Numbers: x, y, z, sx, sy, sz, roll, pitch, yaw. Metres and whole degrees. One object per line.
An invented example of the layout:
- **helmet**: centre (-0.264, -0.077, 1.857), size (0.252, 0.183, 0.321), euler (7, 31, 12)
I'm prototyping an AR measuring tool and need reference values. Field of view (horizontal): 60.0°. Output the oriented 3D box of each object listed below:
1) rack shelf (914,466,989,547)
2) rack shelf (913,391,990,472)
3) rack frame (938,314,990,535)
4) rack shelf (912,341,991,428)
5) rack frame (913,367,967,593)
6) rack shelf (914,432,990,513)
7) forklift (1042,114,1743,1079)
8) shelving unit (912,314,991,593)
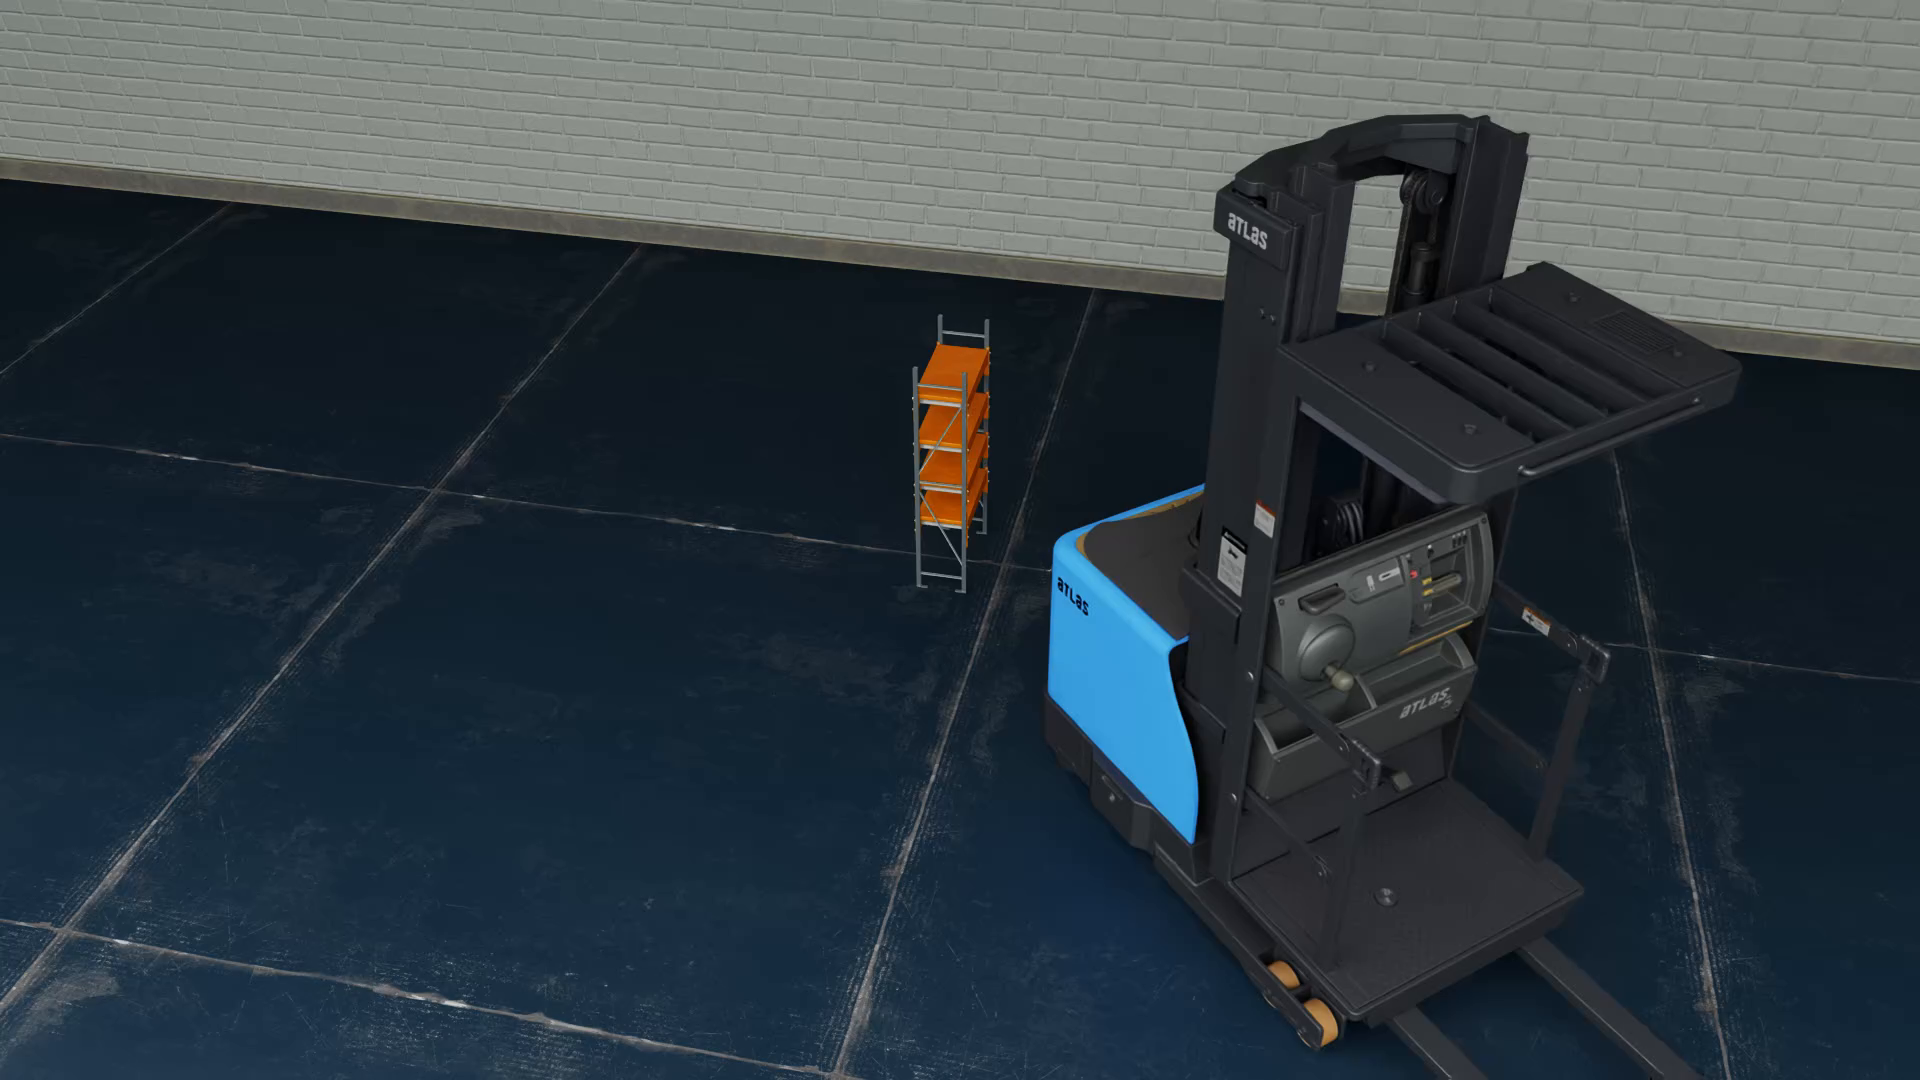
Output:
- **rack shelf**: centre (-0.035, -0.176, 7.923), size (0.258, 0.148, 0.480), euler (7, 37, 10)
- **rack shelf**: centre (-0.035, -0.518, 7.675), size (0.258, 0.148, 0.480), euler (7, 37, 10)
- **rack frame**: centre (0.017, -0.531, 7.960), size (0.240, 1.200, 0.015), euler (7, 37, 10)
- **rack shelf**: centre (-0.035, -0.709, 7.536), size (0.258, 0.148, 0.480), euler (7, 37, 10)
- **rack frame**: centre (-0.087, -0.251, 7.574), size (0.240, 1.200, 0.015), euler (7, 37, 10)
- **rack shelf**: centre (-0.035, -0.336, 7.806), size (0.258, 0.148, 0.480), euler (7, 37, 10)
- **forklift**: centre (1.526, 0.270, 5.380), size (1.130, 2.935, 3.031), euler (-19, 40, -24)
- **shelving unit**: centre (-0.035, -0.391, 7.767), size (0.258, 1.200, 0.503), euler (7, 37, 10)
